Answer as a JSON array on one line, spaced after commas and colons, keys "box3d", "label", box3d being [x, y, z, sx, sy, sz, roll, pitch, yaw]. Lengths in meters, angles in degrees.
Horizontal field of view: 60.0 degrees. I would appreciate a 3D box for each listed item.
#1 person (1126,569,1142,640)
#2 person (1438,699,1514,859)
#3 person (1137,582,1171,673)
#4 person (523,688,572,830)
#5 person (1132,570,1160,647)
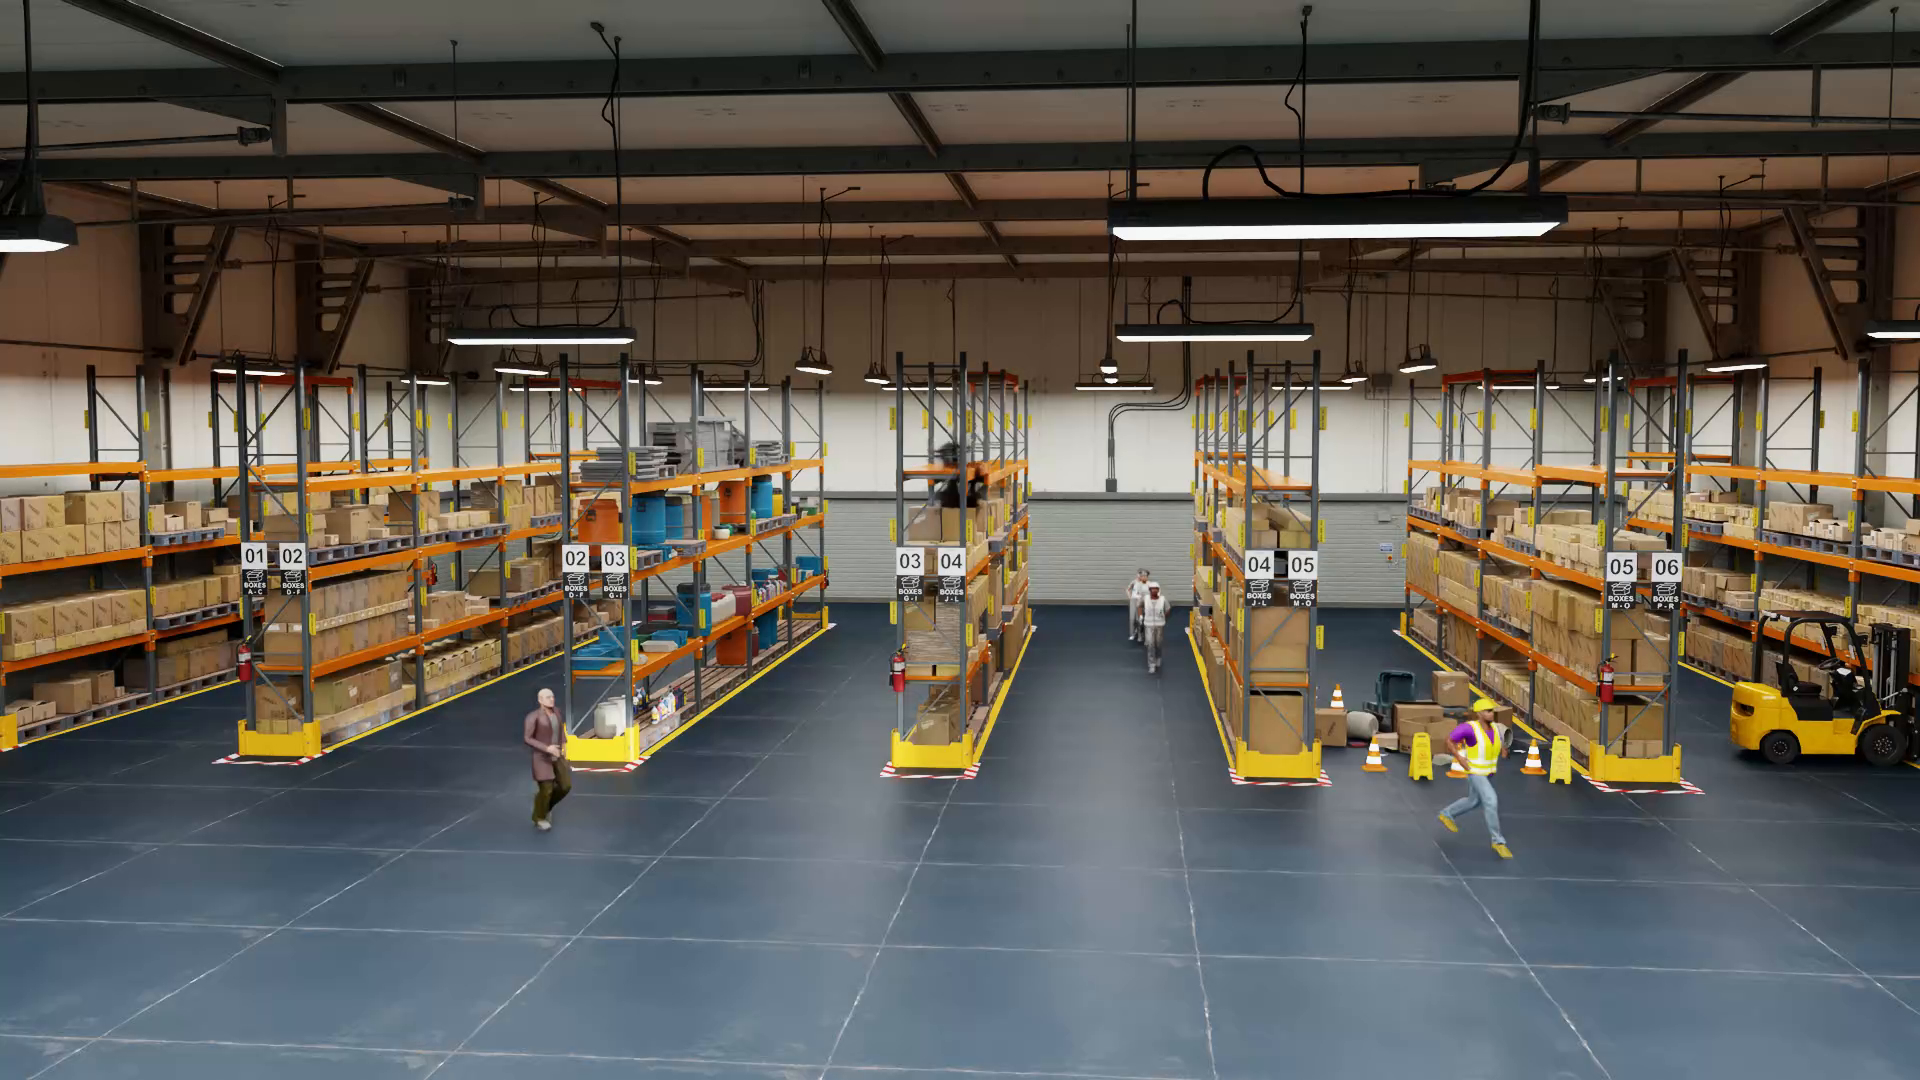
[{"box3d": [4.129, 1.482, 38.368, 0.596, 1.624, 0.622, 1, 4, 13], "label": "person"}, {"box3d": [6.091, 2.744, 19.501, 0.661, 1.799, 1.091, -4, 5, -41], "label": "person"}, {"box3d": [3.898, 1.732, 33.381, 0.678, 1.790, 0.861, 0, 4, 6], "label": "person"}, {"box3d": [-5.018, 2.682, 20.384, 0.639, 1.741, 0.742, 3, 5, 33], "label": "person"}, {"box3d": [4.162, 1.516, 37.209, 0.626, 1.722, 0.860, 1, 4, 9], "label": "person"}]
